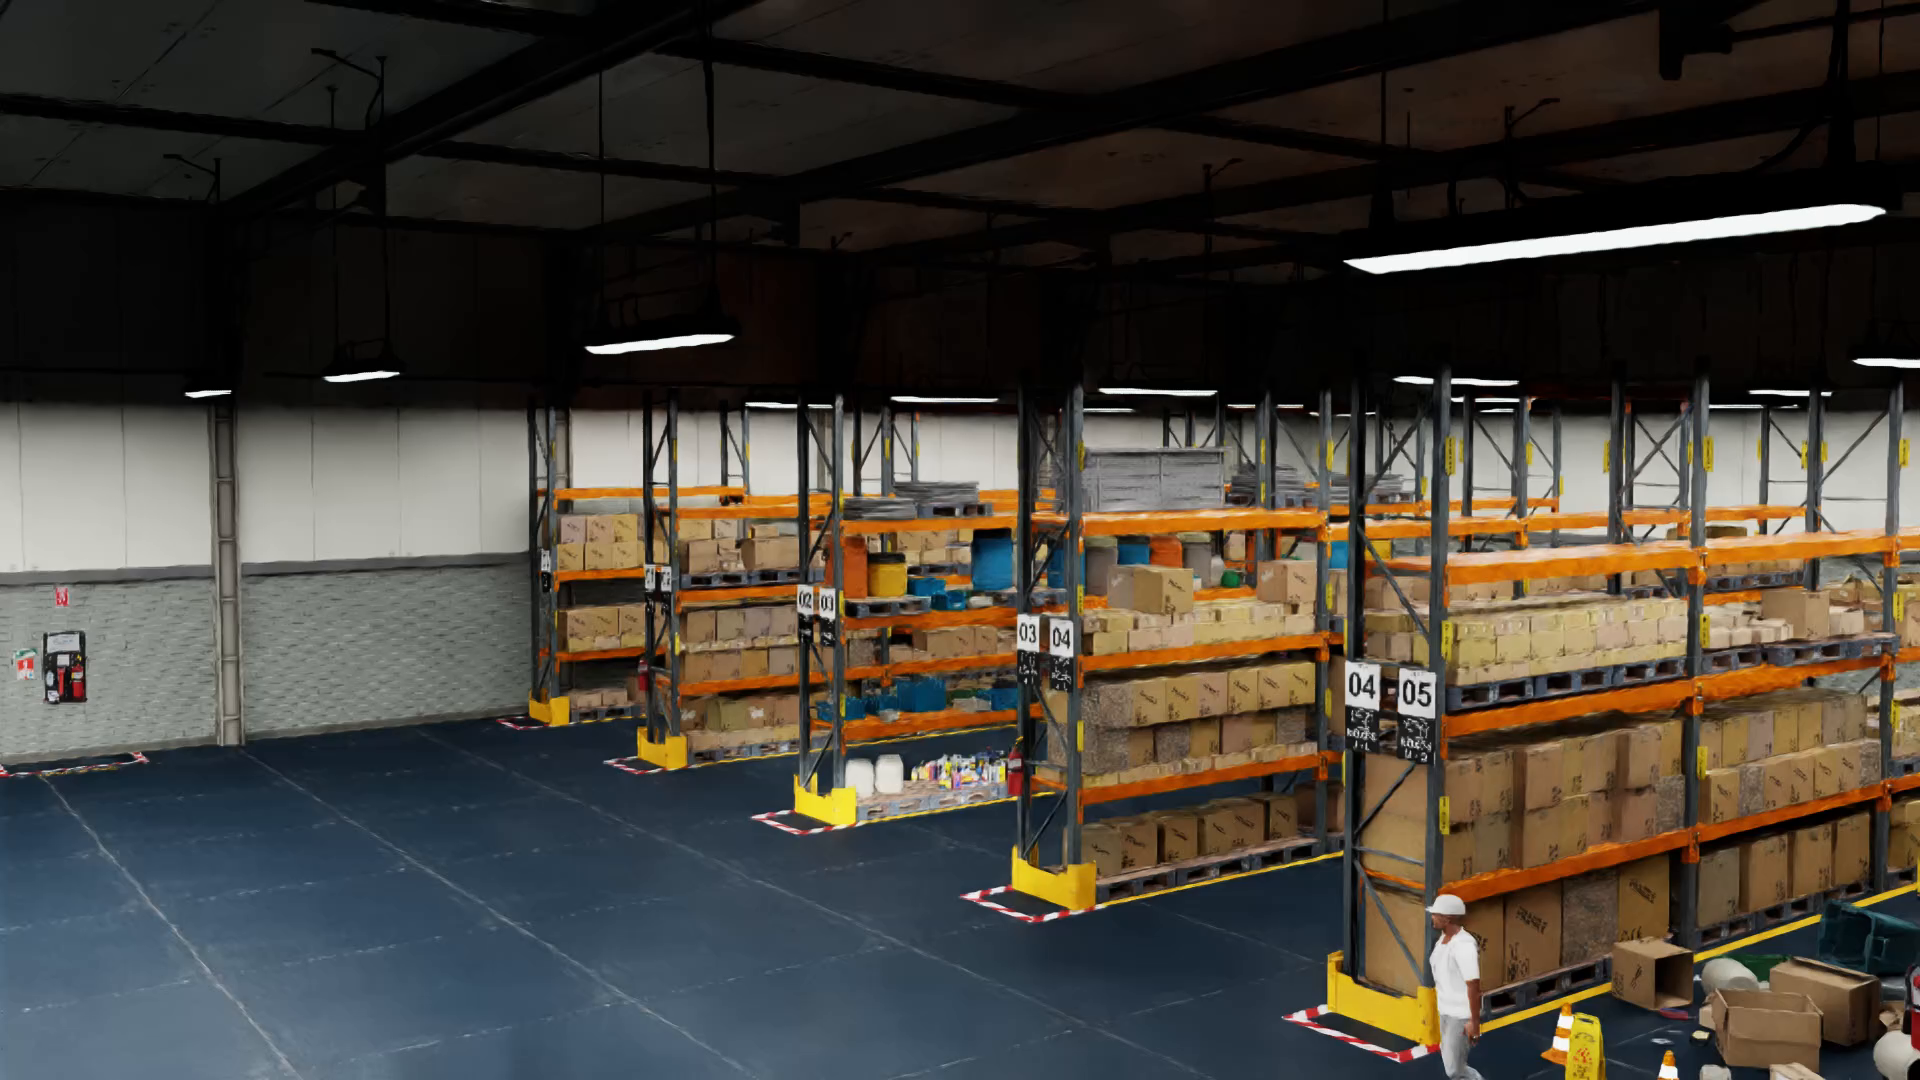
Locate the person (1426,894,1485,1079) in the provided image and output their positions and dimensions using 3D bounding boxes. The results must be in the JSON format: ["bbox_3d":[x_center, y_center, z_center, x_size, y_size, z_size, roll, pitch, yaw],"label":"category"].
[{"bbox_3d":[3.801,3.549,12.509,0.576,1.759,0.615,0,3,1],"label":"person"}]
